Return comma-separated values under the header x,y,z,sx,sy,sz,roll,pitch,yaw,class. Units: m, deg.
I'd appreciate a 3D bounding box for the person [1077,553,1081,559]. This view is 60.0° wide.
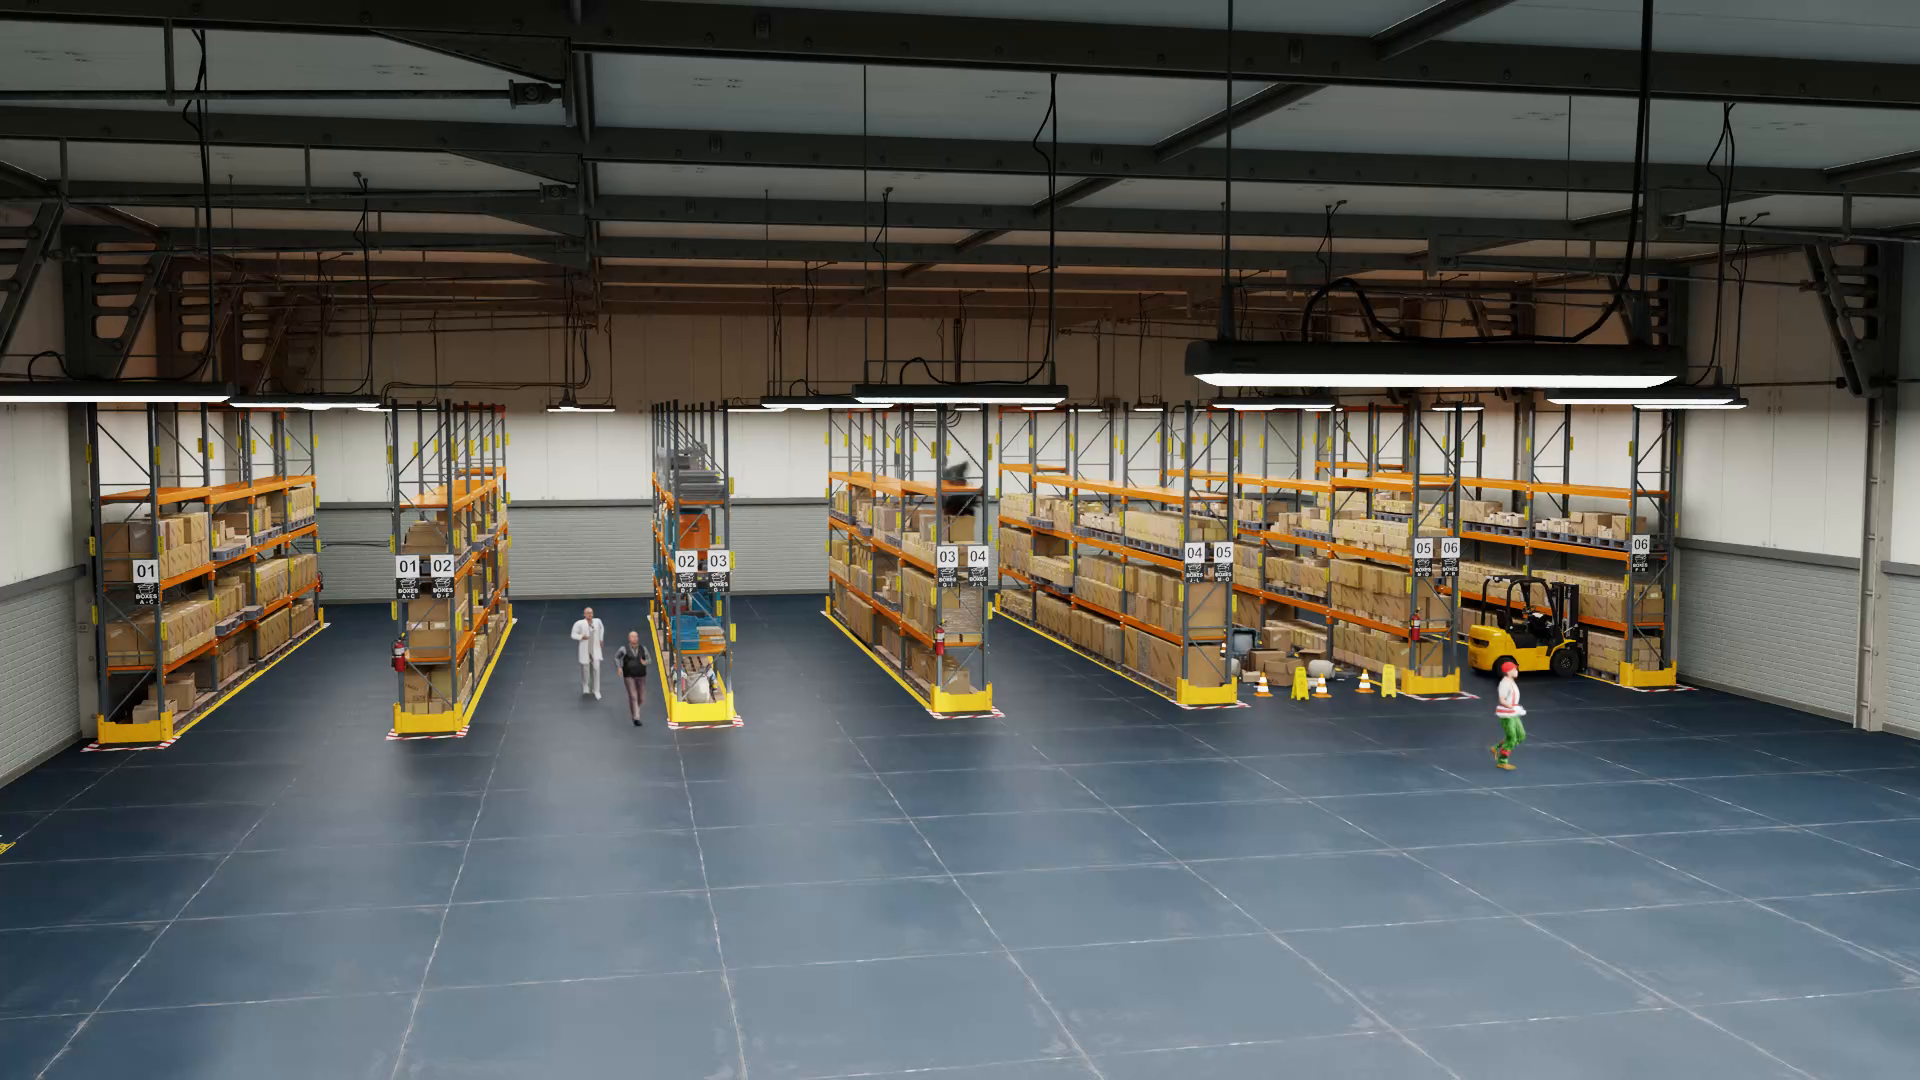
x,y,z,sx,sy,sz,roll,pitch,yaw,class
3.455,1.236,48.498,0.585,1.690,0.847,-2,5,-26,person

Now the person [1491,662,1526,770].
x,y,z,sx,sy,sz,roll,pitch,yaw,class
8.844,2.827,26.796,0.586,1.745,0.661,2,5,30,person

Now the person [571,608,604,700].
x,y,z,sx,sy,sz,roll,pitch,yaw,class
-7.545,2.276,33.765,0.696,1.825,0.950,-2,5,-21,person

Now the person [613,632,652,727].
x,y,z,sx,sy,sz,roll,pitch,yaw,class
-6.006,2.546,30.685,0.661,1.695,0.920,-2,5,-28,person
